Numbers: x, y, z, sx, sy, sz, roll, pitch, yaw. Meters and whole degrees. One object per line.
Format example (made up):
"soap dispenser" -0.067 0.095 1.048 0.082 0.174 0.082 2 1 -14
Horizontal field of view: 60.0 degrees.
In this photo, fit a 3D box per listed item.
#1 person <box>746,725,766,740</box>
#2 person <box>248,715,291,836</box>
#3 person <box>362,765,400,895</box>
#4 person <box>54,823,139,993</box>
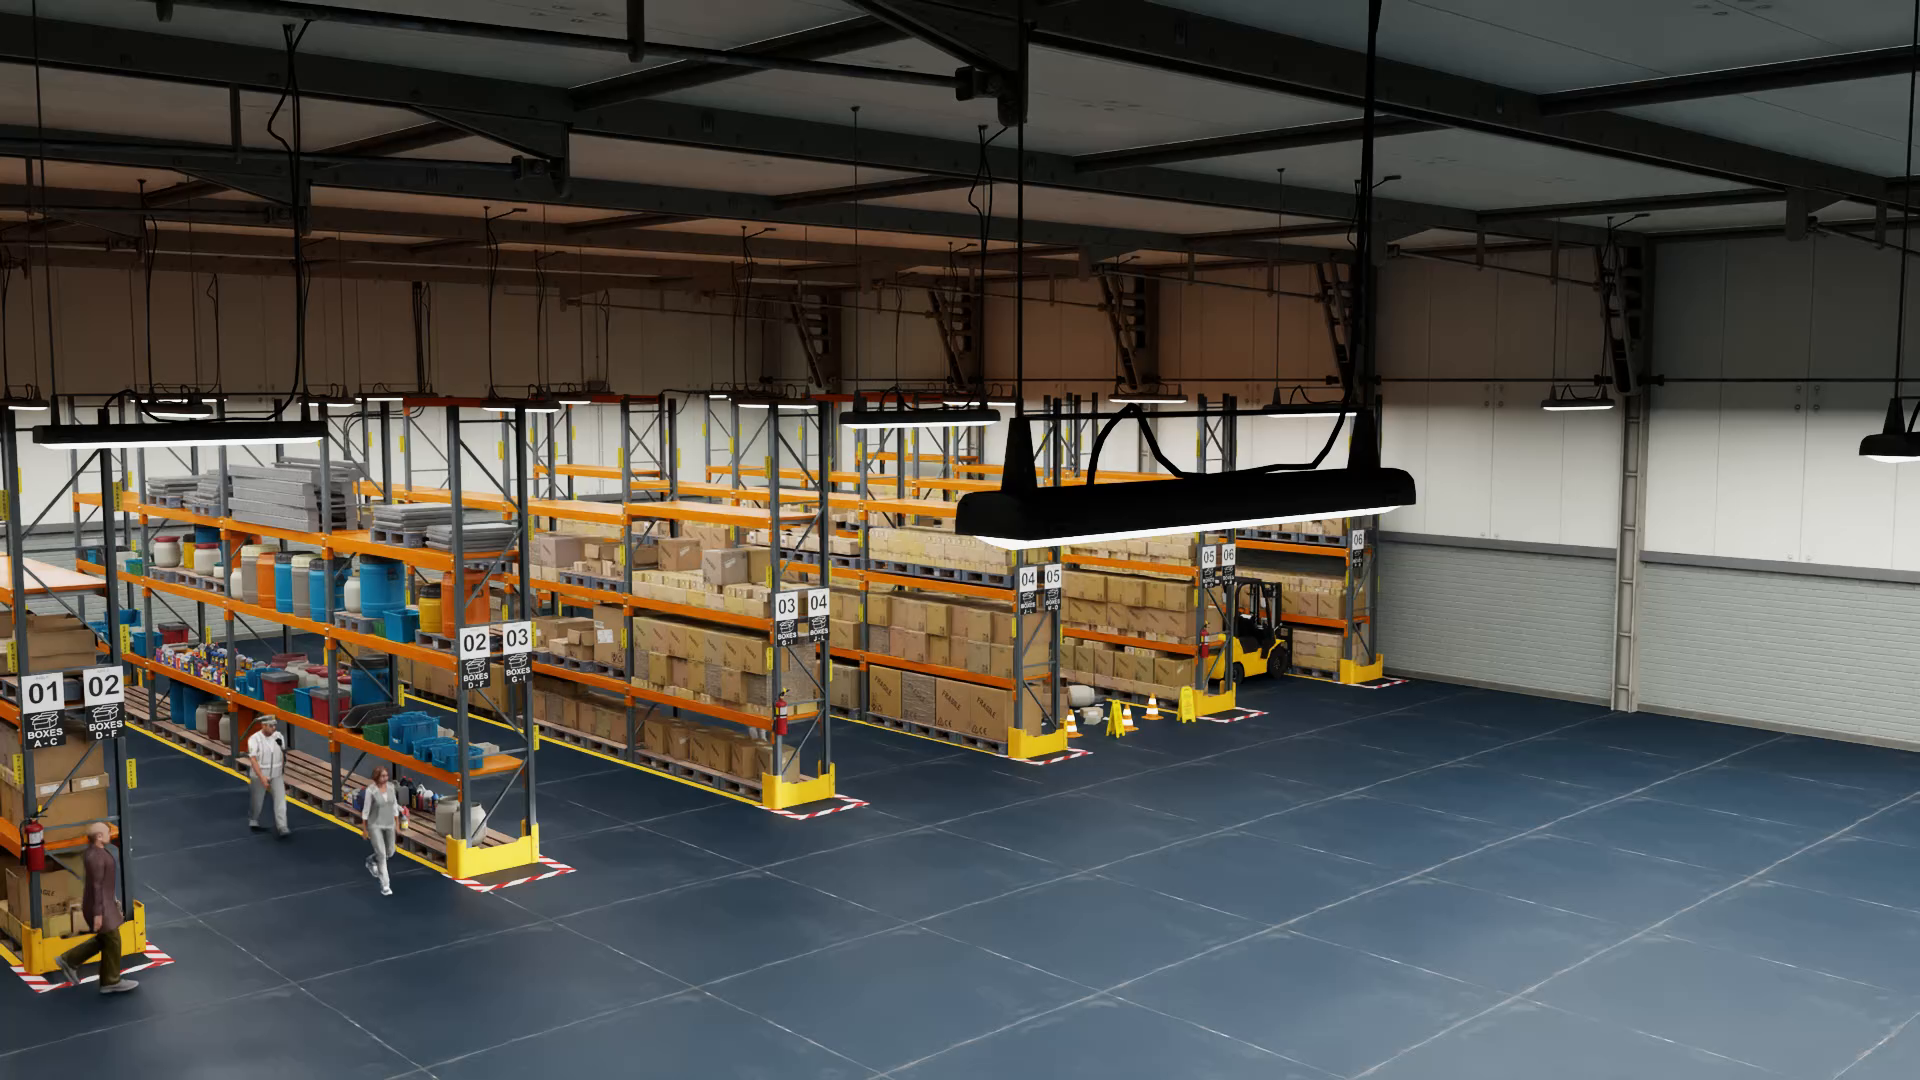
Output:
"person" -3.510 2.735 28.067 0.593 1.752 0.485 -3 6 -25
"person" -9.609 3.255 23.134 0.525 1.667 1.161 -5 7 -41
"person" -7.199 3.552 20.649 0.868 1.554 0.447 5 7 42
"person" -8.917 3.882 17.111 0.782 1.561 0.574 -2 6 -23
